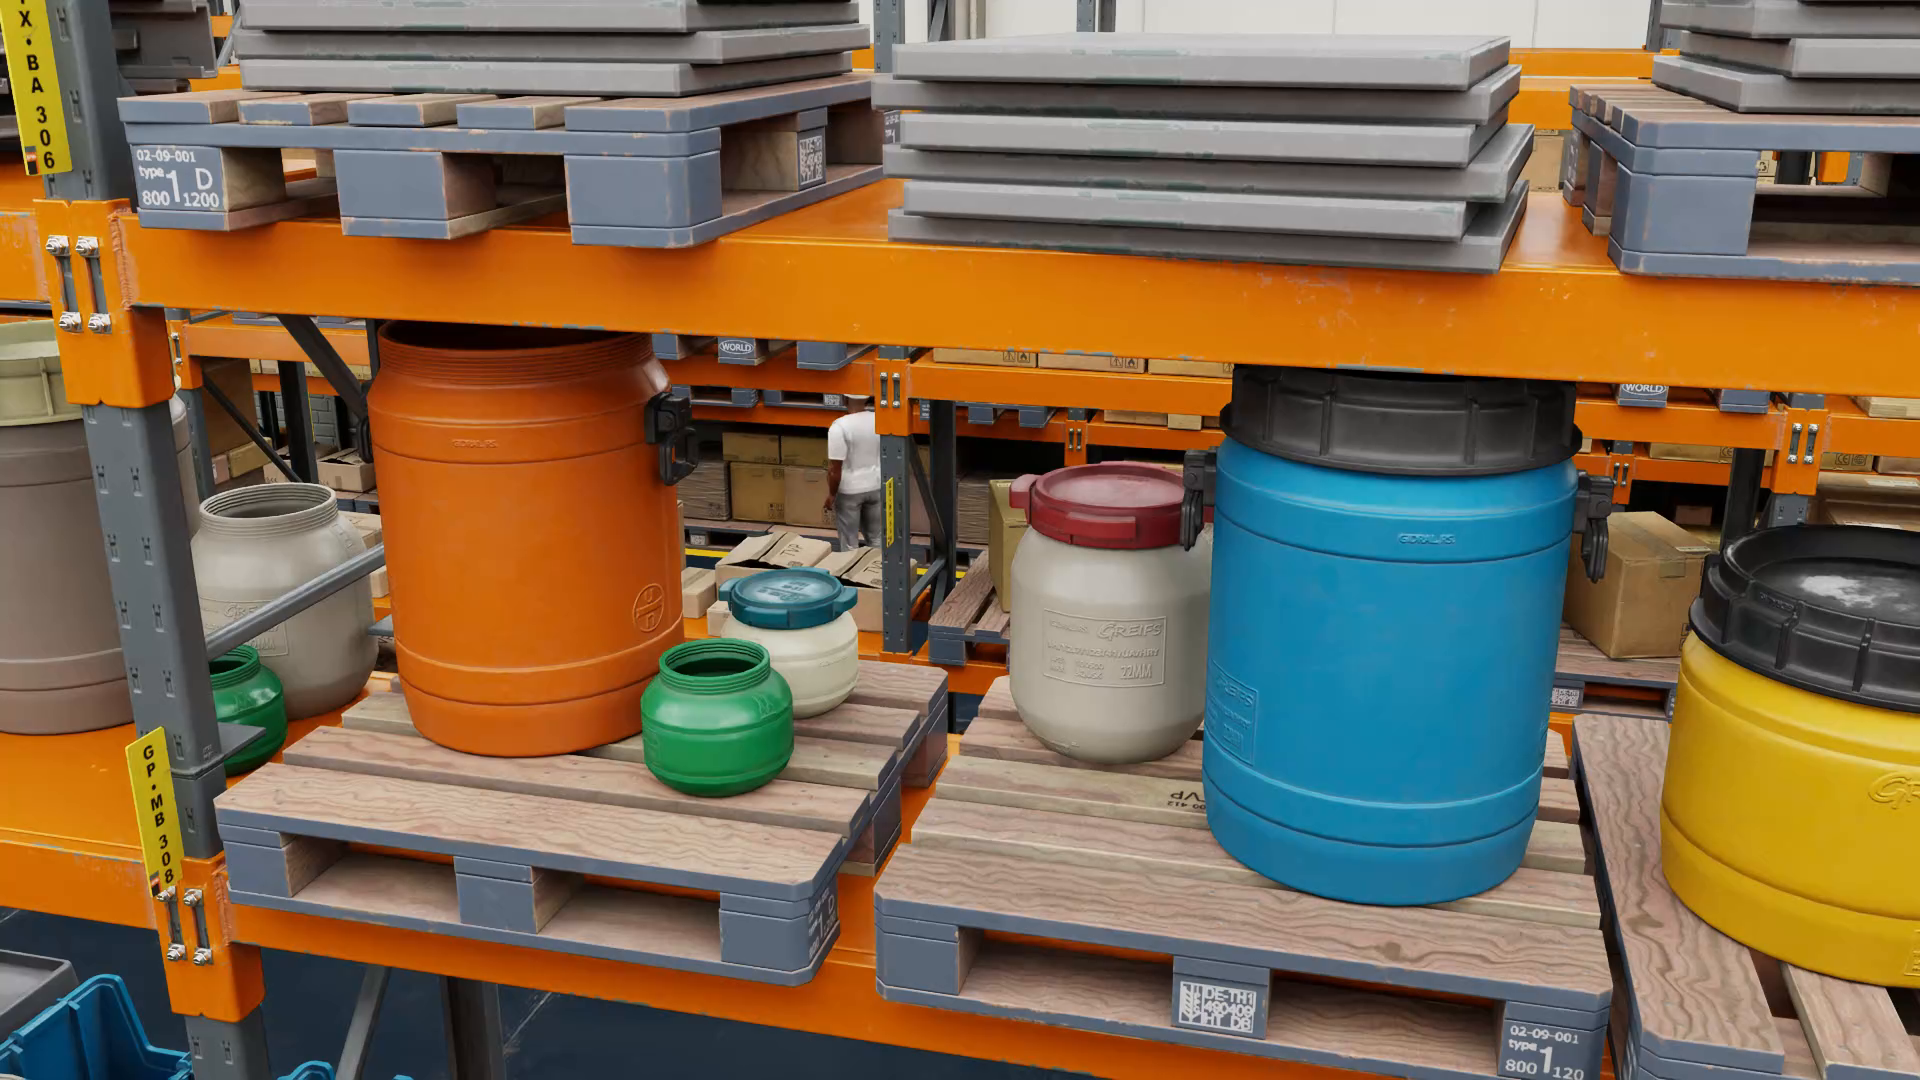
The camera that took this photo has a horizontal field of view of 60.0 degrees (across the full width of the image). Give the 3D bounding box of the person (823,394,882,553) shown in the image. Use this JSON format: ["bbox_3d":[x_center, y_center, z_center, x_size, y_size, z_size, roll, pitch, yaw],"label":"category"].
[{"bbox_3d":[-0.796,-0.387,12.696,0.552,1.771,0.381,-13,22,-34],"label":"person"}]
